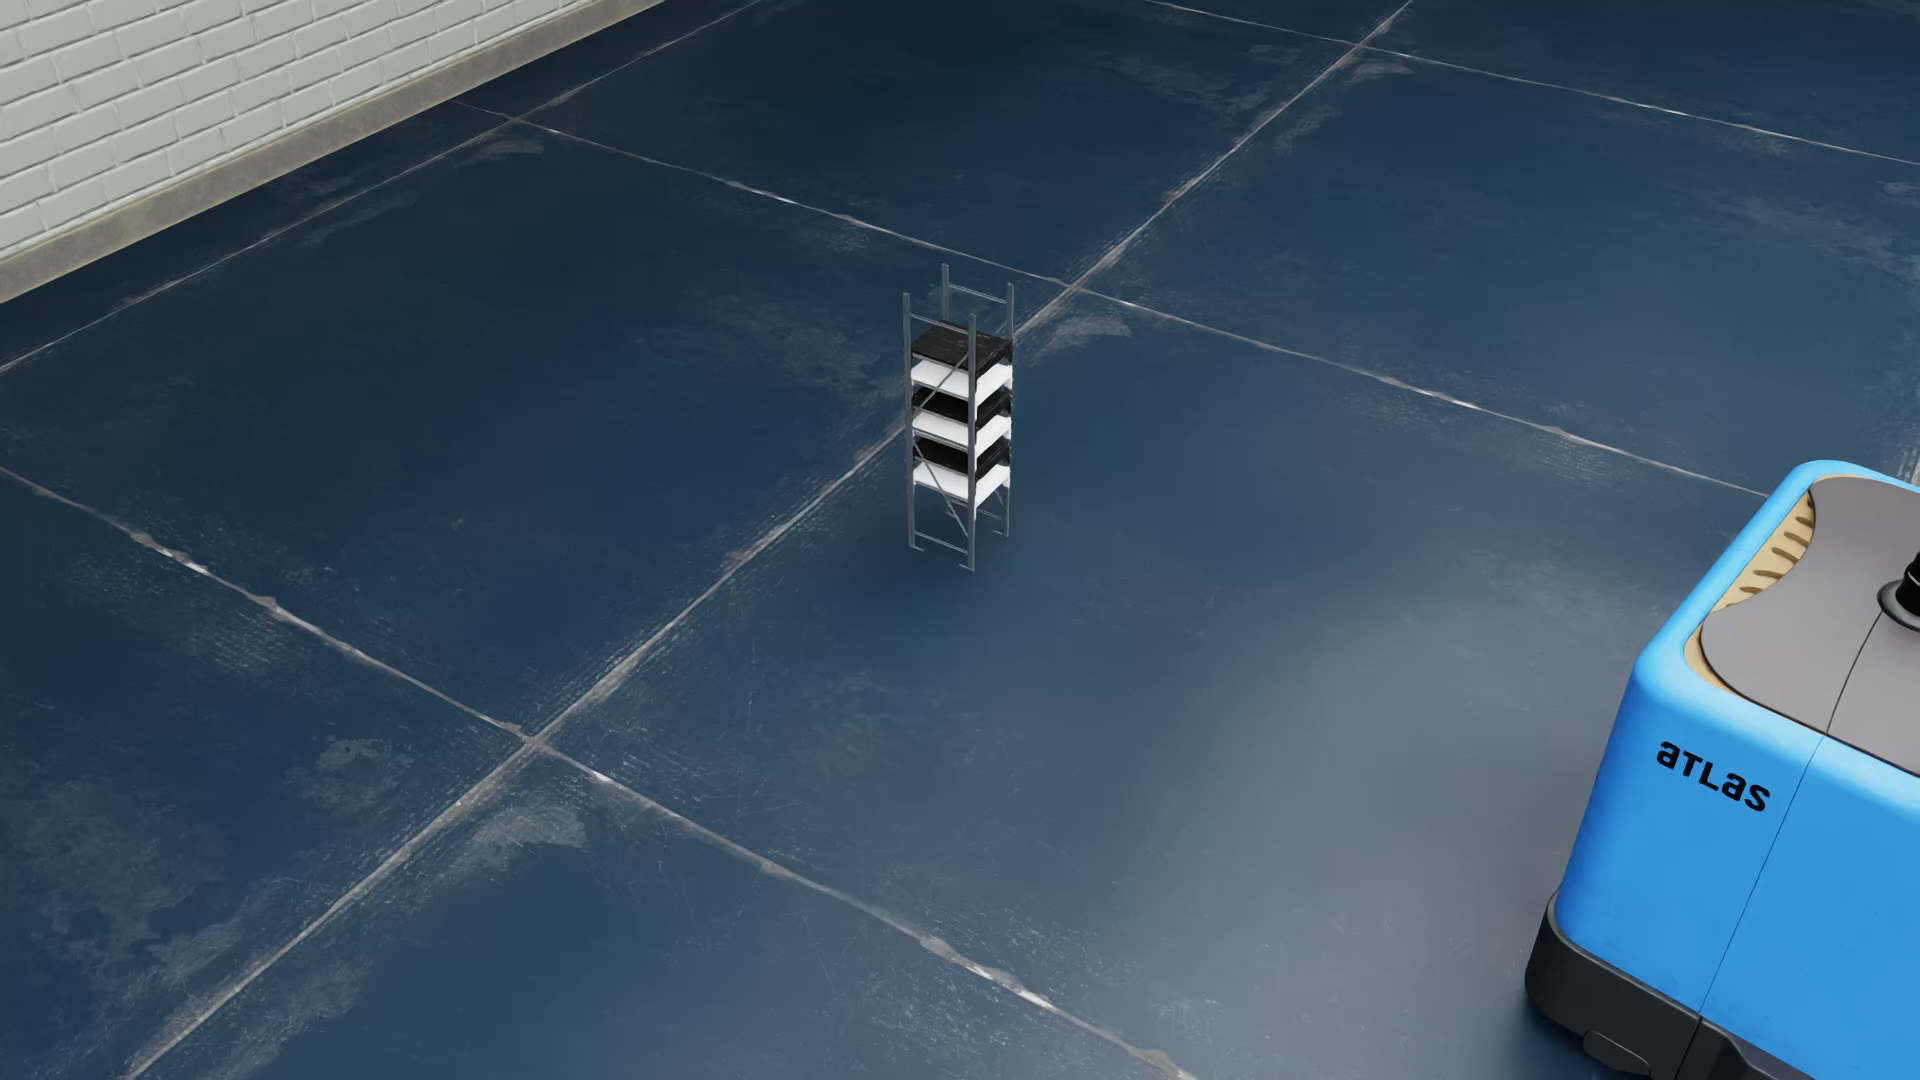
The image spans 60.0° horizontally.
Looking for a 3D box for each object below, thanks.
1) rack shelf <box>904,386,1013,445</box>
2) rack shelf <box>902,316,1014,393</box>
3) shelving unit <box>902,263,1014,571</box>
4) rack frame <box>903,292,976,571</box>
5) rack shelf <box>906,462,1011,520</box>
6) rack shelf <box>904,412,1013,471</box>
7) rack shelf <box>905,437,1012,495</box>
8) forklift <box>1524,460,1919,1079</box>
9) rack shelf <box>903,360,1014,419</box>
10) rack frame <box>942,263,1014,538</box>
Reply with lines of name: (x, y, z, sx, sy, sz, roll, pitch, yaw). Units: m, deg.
rack shelf: (-0.004, -0.397, 4.935, 0.258, 0.077, 0.200, 21, 42, 25)
rack shelf: (-0.004, -0.540, 4.825, 0.258, 0.077, 0.200, 21, 42, 25)
shelving unit: (-0.004, -0.352, 4.970, 0.258, 0.900, 0.210, 21, 42, 25)
rack frame: (-0.059, -0.300, 4.902, 0.240, 0.900, 0.006, 21, 42, 25)
rack shelf: (-0.004, -0.183, 5.100, 0.258, 0.077, 0.200, 21, 42, 25)
rack shelf: (-0.004, -0.326, 4.990, 0.258, 0.077, 0.200, 21, 42, 25)
rack shelf: (-0.004, -0.255, 5.045, 0.258, 0.077, 0.200, 21, 42, 25)
forklift: (2.735, 0.297, 2.464, 3.031, 2.935, 1.130, 28, 46, 31)
rack shelf: (-0.004, -0.468, 4.880, 0.258, 0.077, 0.200, 21, 42, 25)
rack frame: (0.050, -0.405, 5.038, 0.240, 0.900, 0.006, 21, 42, 25)
